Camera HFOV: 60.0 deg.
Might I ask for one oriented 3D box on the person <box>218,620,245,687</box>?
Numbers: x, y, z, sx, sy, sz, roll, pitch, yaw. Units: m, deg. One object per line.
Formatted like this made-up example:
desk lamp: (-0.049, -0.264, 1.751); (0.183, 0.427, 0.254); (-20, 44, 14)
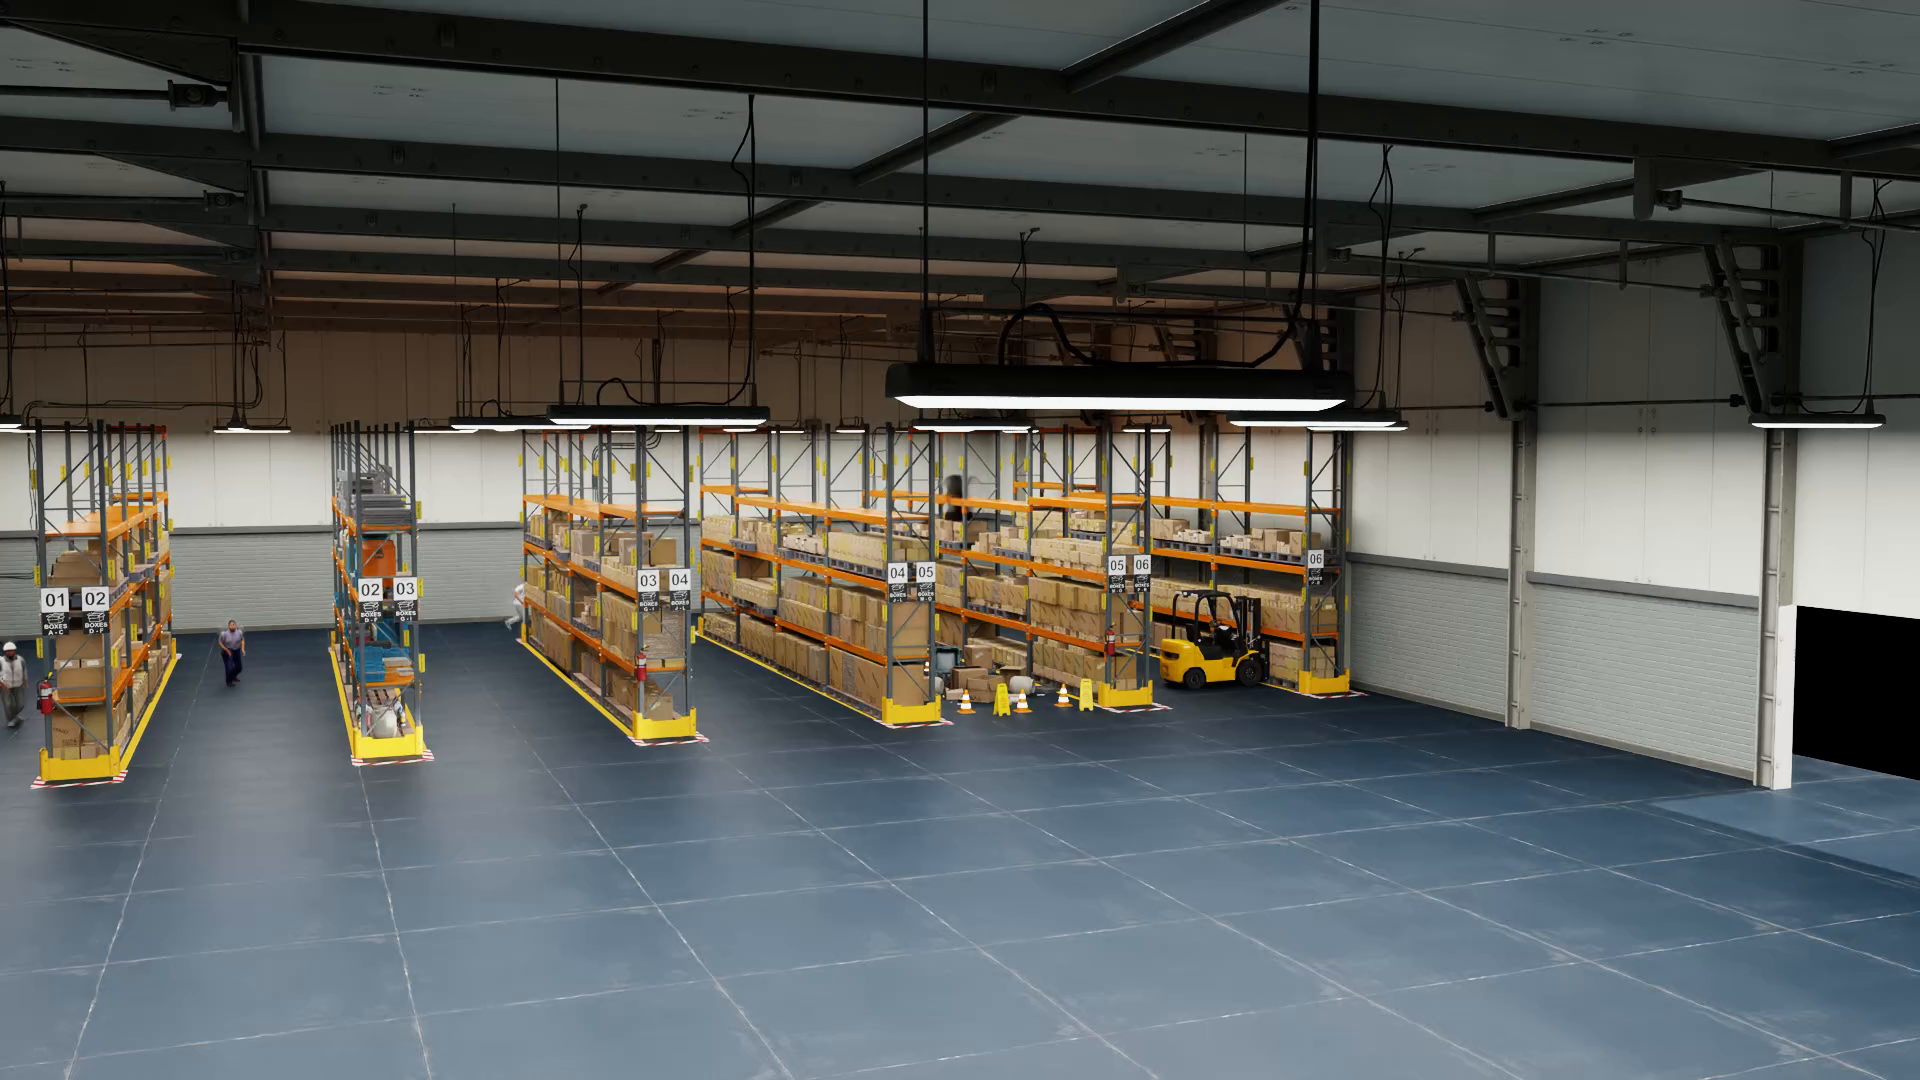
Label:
person: (-16.686, 2.583, 38.033); (0.756, 1.534, 0.591); (4, 5, 44)

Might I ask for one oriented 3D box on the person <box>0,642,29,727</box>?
person: (-18.661, 2.832, 32.653); (0.772, 1.702, 0.619); (4, 5, 44)

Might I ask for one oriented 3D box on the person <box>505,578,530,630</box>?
person: (-12.722, 1.878, 48.000); (1.006, 1.730, 0.652); (1, 4, 13)
